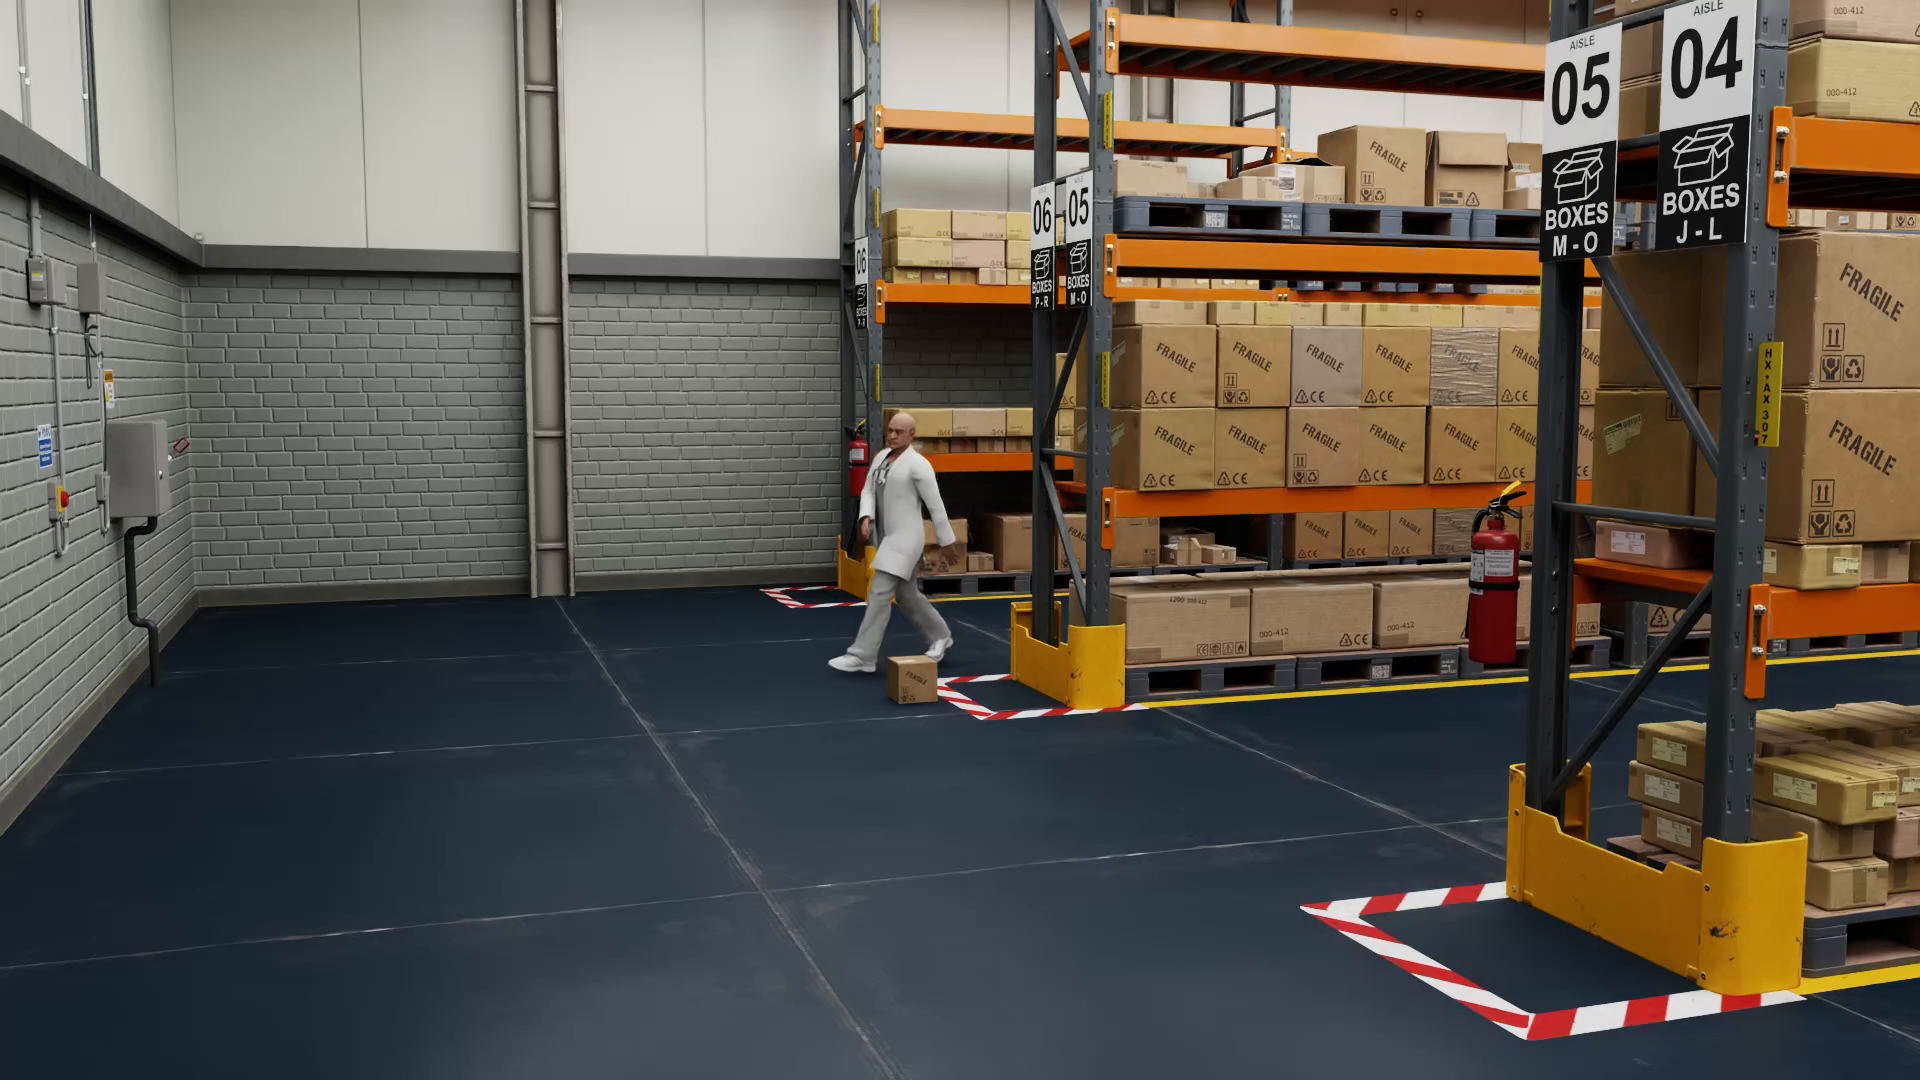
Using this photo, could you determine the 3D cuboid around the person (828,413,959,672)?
[{"bbox_3d":[-0.404,0.012,11.169,1.058,1.733,0.567,-4,7,-33],"label":"person"}]
